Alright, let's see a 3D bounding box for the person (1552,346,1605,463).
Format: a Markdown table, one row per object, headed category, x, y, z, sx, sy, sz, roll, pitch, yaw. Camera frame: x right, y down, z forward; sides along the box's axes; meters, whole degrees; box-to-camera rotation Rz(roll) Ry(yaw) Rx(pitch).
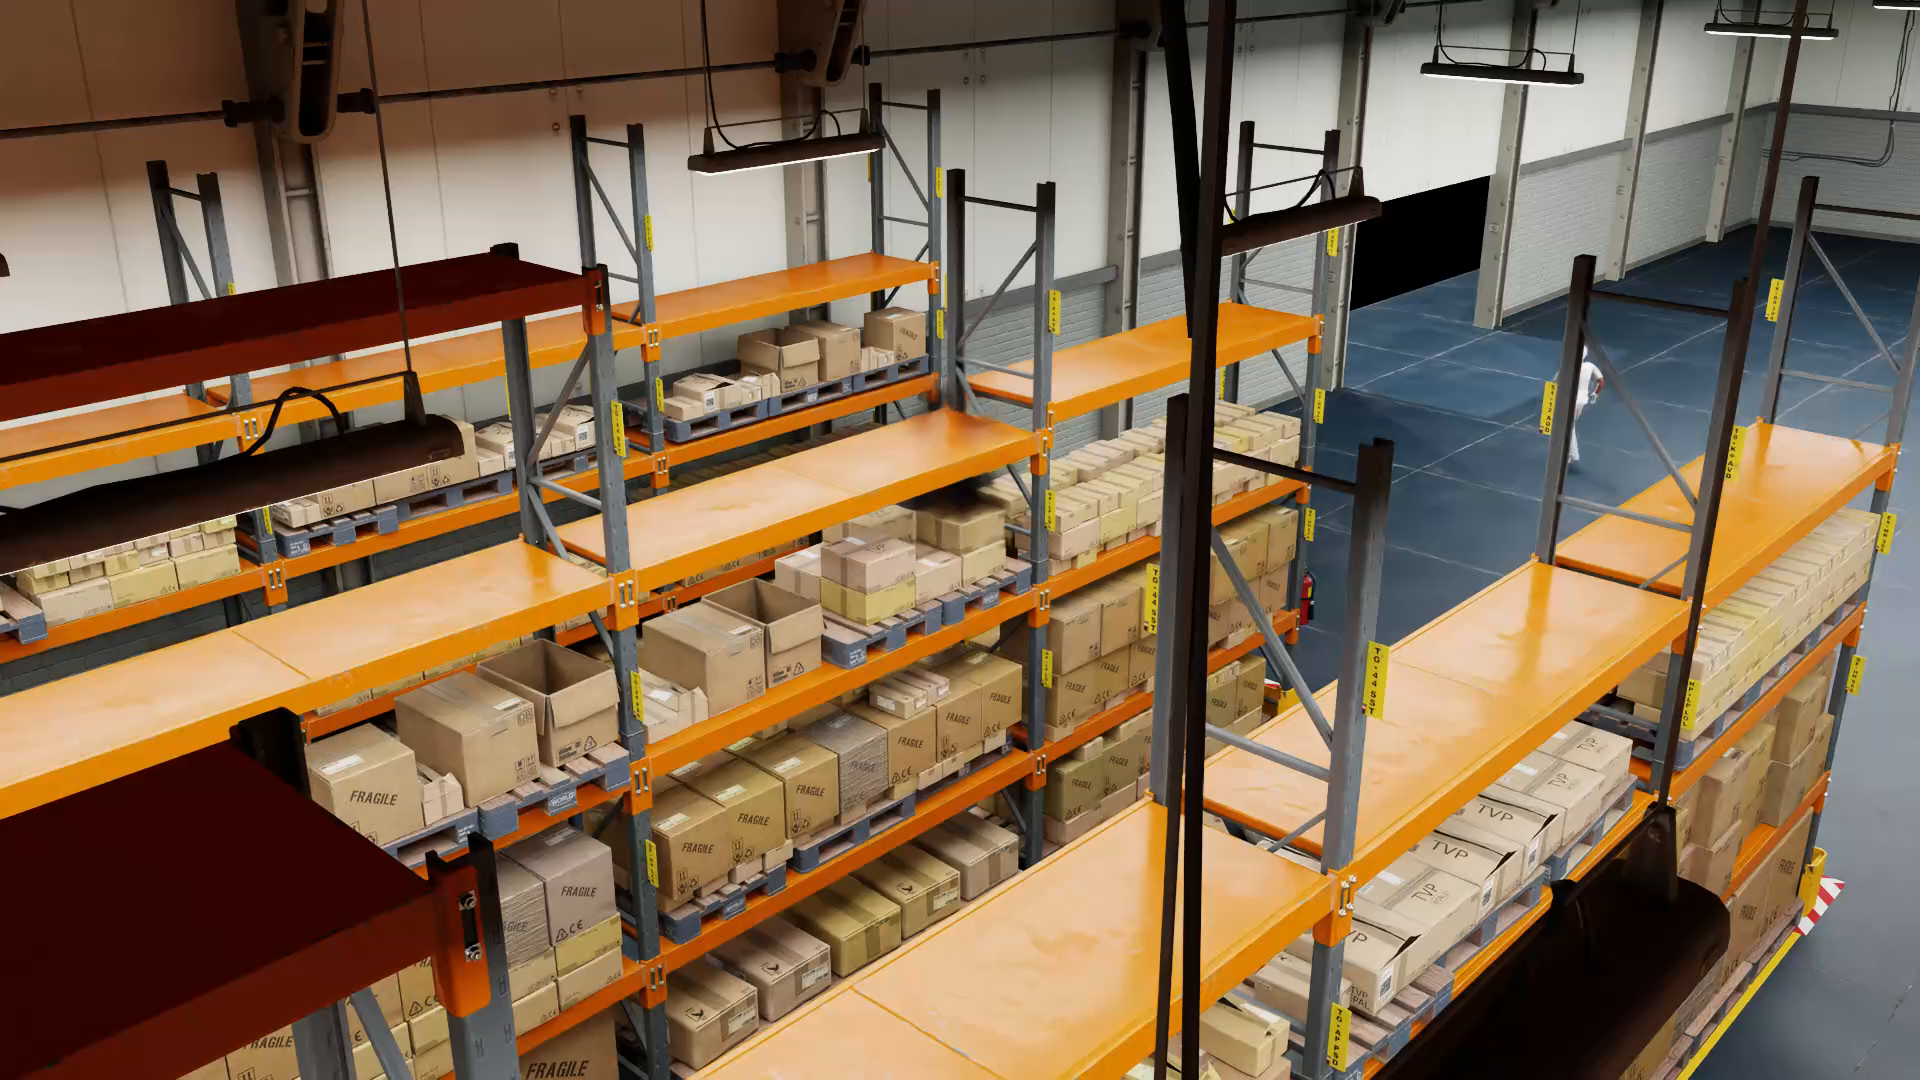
| category | x | y | z | sx | sy | sz | roll | pitch | yaw |
| --- | --- | --- | --- | --- | --- | --- | --- | --- | --- |
| person | 9.118 | -2.028 | 24.754 | 0.668 | 1.804 | 0.860 | -3 | 21 | -7 |
